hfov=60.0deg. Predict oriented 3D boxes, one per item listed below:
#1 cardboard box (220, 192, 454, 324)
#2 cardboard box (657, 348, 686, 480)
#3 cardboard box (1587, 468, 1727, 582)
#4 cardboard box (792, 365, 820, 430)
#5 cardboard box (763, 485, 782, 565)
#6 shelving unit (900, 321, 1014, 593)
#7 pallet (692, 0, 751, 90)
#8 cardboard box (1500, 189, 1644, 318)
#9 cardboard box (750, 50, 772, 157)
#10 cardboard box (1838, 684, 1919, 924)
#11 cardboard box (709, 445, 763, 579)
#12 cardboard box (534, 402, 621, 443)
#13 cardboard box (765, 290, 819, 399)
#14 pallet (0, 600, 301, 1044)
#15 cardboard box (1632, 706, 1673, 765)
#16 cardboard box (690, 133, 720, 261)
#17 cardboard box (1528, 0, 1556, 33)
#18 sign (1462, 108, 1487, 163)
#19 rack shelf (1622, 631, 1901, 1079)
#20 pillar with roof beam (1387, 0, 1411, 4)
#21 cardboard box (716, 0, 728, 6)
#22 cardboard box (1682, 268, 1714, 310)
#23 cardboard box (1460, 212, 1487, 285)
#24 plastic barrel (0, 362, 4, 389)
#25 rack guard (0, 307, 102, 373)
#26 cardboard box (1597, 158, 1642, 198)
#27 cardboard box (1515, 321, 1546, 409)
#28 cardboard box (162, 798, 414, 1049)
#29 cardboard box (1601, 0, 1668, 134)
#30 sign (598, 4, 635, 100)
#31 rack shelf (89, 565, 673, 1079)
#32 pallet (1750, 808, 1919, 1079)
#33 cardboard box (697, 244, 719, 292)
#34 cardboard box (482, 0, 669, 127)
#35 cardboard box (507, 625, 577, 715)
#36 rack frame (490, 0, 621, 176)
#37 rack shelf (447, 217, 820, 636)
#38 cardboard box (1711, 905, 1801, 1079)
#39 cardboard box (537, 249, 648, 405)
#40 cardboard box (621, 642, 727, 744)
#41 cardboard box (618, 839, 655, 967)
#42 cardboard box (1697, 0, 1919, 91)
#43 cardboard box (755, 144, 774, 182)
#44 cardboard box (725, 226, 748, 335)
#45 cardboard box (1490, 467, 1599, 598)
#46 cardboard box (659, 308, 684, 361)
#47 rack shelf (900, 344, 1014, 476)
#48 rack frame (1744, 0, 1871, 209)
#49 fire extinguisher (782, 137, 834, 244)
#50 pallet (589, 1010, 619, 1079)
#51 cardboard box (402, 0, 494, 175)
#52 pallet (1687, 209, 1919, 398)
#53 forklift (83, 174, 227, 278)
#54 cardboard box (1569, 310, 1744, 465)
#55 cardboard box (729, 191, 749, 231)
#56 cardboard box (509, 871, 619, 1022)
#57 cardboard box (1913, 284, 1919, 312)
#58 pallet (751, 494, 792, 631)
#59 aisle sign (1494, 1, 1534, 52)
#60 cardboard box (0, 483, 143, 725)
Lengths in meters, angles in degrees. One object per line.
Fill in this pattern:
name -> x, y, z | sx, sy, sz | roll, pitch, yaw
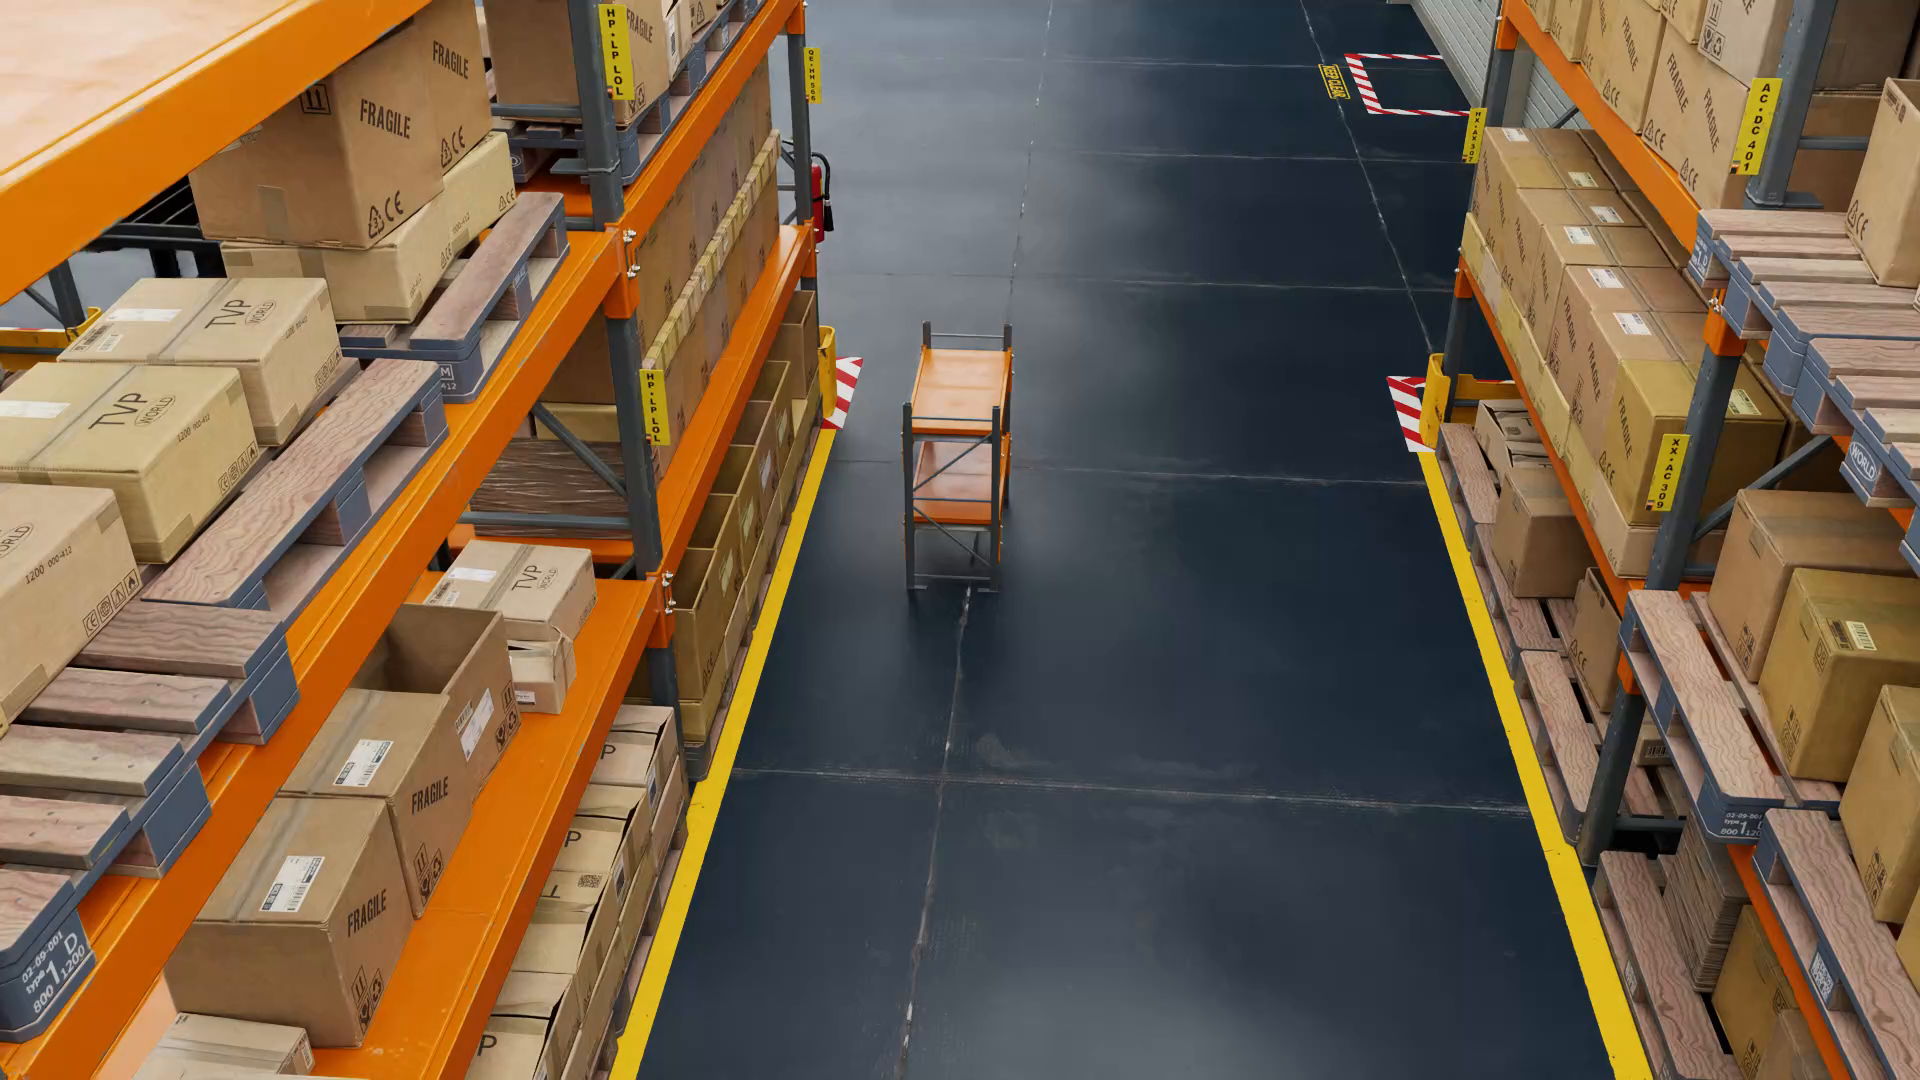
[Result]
cardboard box -> -1.835, -0.856, 4.944 | 0.500, 0.250, 0.500 | 0, 32, -1
cardboard box -> -1.667, -0.624, 7.589 | 0.700, 0.500, 0.500 | 2, 32, 3
cardboard box -> 2.941, -0.069, 6.907 | 0.500, 0.250, 0.500 | 3, 32, 4
cardboard box -> -1.156, -0.880, 10.320 | 0.500, 0.250, 0.500 | 2, 32, 4
cardboard box -> -1.267, -0.095, 9.047 | 0.500, 0.250, 0.500 | 2, 32, 4
shelving unit -> -0.001, -0.475, 9.229 | 0.538, 1.125, 1.048 | 2, 32, 4
pallet -> -1.587, -2.396, 7.785 | 1.003, 0.211, 1.213 | 2, 32, 4
cardboard box -> 3.093, -1.455, 8.441 | 0.500, 0.500, 0.500 | 1, 32, 2
cardboard box -> -1.462, -2.489, 9.378 | 0.700, 0.500, 0.500 | 3, 32, 4
cardboard box -> 3.054, 0.809, 4.845 | 0.700, 0.500, 0.500 | 7, 32, 11
cardboard box -> -1.302, -0.153, 8.425 | 0.500, 0.500, 0.500 | 2, 32, 4
cardboard box -> -1.518, -0.524, 6.809 | 0.380, 0.149, 0.250 | 2, 32, 4
cardboard box -> -1.154, -1.199, 10.123 | 0.500, 0.500, 0.500 | 2, 32, 4
pallet -> -2.092, 0.463, 3.241 | 1.213, 0.211, 1.003 | 4, 32, 6
cardboard box -> 3.218, 0.874, 7.534 | 0.380, 0.166, 0.250 | -2, 32, -2
cardboard box -> -1.581, -1.688, 8.078 | 0.700, 0.500, 0.500 | 2, 32, 4
cardboard box -> 3.175, -2.840, 8.306 | 0.500, 0.500, 0.500 | 4, 32, 7
sign -> 2.989, -2.347, 9.655 | 0.100, 0.325, 0.005 | 2, 32, 4
rack shelf -> 3.042, 1.488, 4.942 | 1.077, 0.370, 4.000 | 2, 32, 4
pillar with roof beam -> 1.022, -10.565, 18.097 | 9.100, 9.000, 0.400 | 2, 32, 4
cardboard box -> -1.283, -2.738, 7.807 | 0.500, 0.311, 0.500 | 6, 32, 10
cardboard box -> 3.543, -0.895, 7.533 | 0.500, 0.500, 0.500 | 3, 32, 5
cardboard box -> 3.174, -1.658, 9.486 | 0.500, 0.250, 0.500 | 2, 32, 3
plastic barrel -> -6.321, -1.151, 10.510 | 0.421, 0.512, 0.421 | 0, 32, 0
rack guard -> -6.303, -1.273, 11.119 | 1.175, 0.500, 0.348 | 2, 32, 4
cardboard box -> 3.653, -1.701, 8.840 | 0.500, 0.500, 0.500 | 3, 32, 5
cardboard box -> 3.055, -0.856, 8.184 | 0.500, 0.250, 0.500 | 3, 32, 4
cardboard box -> -1.938, 1.097, 4.795 | 0.500, 0.500, 0.500 | 1, 32, 1
cardboard box -> 3.061, -2.022, 6.978 | 0.500, 0.500, 0.500 | 1, 32, 2
sign -> -1.191, -1.686, 5.756 | 0.100, 0.325, 0.005 | 2, 32, 4
rack shelf -> -1.896, 1.279, 5.282 | 1.077, 0.370, 4.000 | 2, 32, 4
pallet -> 2.999, 1.273, 4.789 | 1.003, 0.211, 1.213 | 2, 32, 4
cardboard box -> -1.395, -1.335, 8.123 | 0.380, 0.149, 0.250 | 2, 32, 4
cardboard box -> -1.429, -1.884, 6.239 | 0.500, 0.500, 0.500 | 5, 32, 8
cardboard box -> -1.621, 0.451, 6.067 | 0.396, 0.266, 0.258 | 2, 32, 3
rack frame -> -1.733, -2.627, 5.216 | 1.000, 3.000, 0.127 | 2, 32, 4
rack shelf -> -1.570, -0.813, 8.676 | 1.077, 0.370, 4.000 | 2, 32, 4
cardboard box -> 3.169, 1.671, 5.923 | 0.700, 0.500, 0.500 | 2, 32, 3
cardboard box -> -1.703, -0.901, 6.801 | 0.700, 0.500, 0.500 | 3, 32, 4
cardboard box -> -1.393, 0.689, 7.774 | 0.500, 0.250, 0.500 | 2, 32, 4
cardboard box -> -1.521, 1.412, 6.601 | 0.500, 0.250, 0.500 | 2, 32, 3
cardboard box -> 2.975, -1.891, 5.813 | 0.500, 0.500, 0.500 | 0, 32, 0
cardboard box -> -1.268, -2.139, 9.428 | 0.380, 0.149, 0.250 | 3, 32, 5
cardboard box -> -1.542, -1.430, 8.896 | 0.700, 0.500, 0.500 | 3, 32, 4
cardboard box -> 3.228, -0.041, 8.701 | 0.700, 0.500, 0.500 | 1, 32, 1
cardboard box -> -1.458, -0.928, 7.463 | 0.380, 0.149, 0.250 | 2, 32, 4
rack shelf -> -0.001, -0.725, 9.076 | 0.538, 0.278, 1.000 | 2, 32, 4
rack frame -> 3.205, -2.418, 4.876 | 1.000, 3.000, 0.127 | 2, 32, 4
fire extinguisher -> -0.935, -2.174, 10.273 | 0.296, 0.674, 0.183 | 2, 32, 4
pallet -> -1.851, 2.140, 5.856 | 1.003, 0.211, 1.213 | 2, 32, 4
cardboard box -> -1.822, -1.464, 5.215 | 0.500, 0.500, 0.500 | 3, 32, 5
pallet -> 3.048, -0.743, 5.196 | 1.213, 0.211, 1.003 | 2, 32, 4
forklift -> -3.256, -0.671, 7.826 | 1.130, 2.935, 3.031 | 4, 32, 6
cardboard box -> 2.970, -0.649, 7.134 | 0.500, 0.500, 0.500 | 2, 32, 4
cardboard box -> -1.333, -1.736, 8.775 | 0.380, 0.149, 0.250 | 3, 32, 6
cardboard box -> -1.559, 1.437, 6.026 | 0.500, 0.311, 0.500 | 2, 32, 4
cardboard box -> 3.030, -0.677, 4.596 | 0.500, 0.311, 0.500 | 3, 32, 6
pallet -> -1.530, 0.060, 9.232 | 1.003, 0.211, 1.213 | 2, 32, 4
aisle sign -> 3.237, -3.113, 9.244 | 0.394, 0.787, 0.004 | 2, 32, 4
cardboard box -> -2.053, 0.112, 3.374 | 0.500, 0.250, 0.500 | 3, 32, 5
